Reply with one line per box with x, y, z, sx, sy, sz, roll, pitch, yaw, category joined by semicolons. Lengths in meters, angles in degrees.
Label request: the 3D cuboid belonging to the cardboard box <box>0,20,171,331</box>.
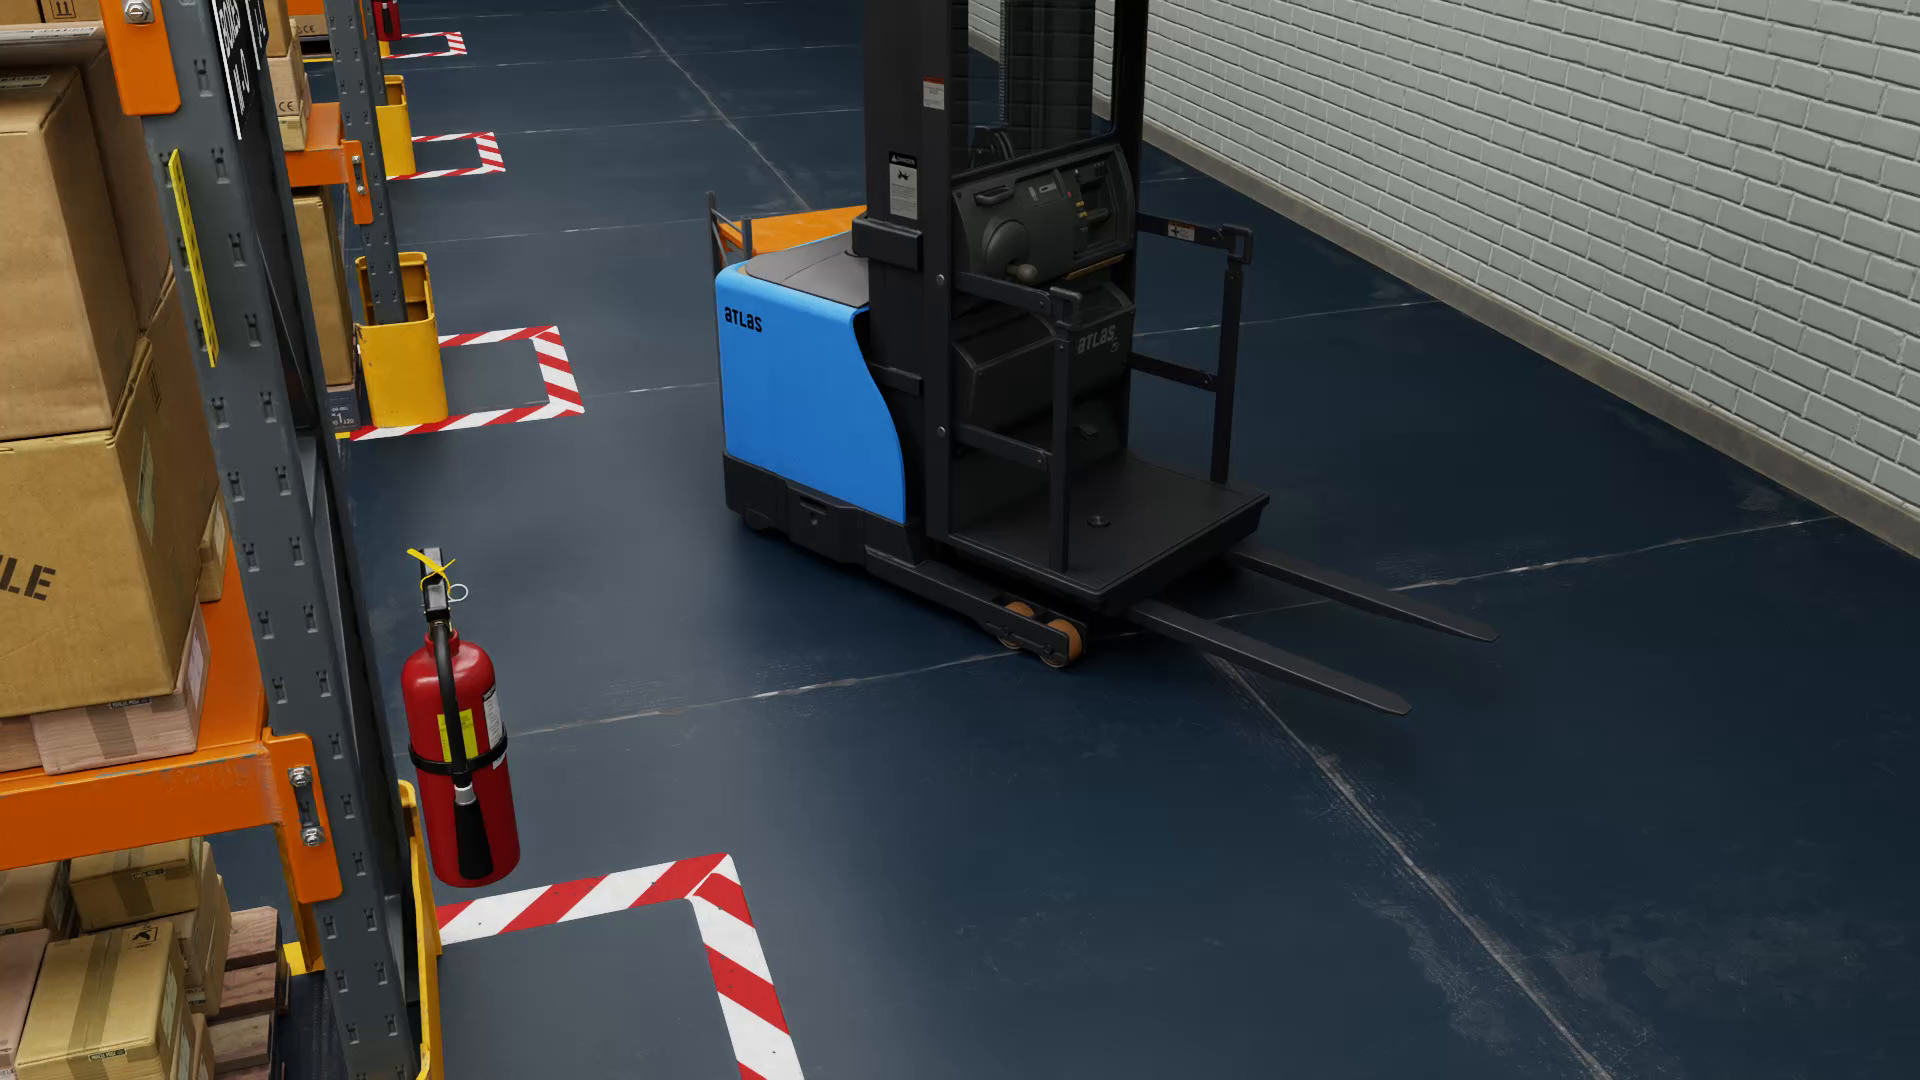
-1.859;-0.691;3.198;0.500;0.500;0.500;-8;28;-16;cardboard box

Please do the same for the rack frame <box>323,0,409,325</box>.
-2.789;-2.126;7.660;0.127;3.000;1.000;-8;28;-16;rack frame

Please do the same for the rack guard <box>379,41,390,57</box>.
-5.926;-5.185;16.632;0.348;0.500;1.175;-8;28;-16;rack guard

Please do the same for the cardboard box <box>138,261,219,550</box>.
-1.862;-0.248;3.430;0.500;0.500;0.500;-7;27;-14;cardboard box

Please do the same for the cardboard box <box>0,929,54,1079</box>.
-2.031;0.998;3.432;0.250;0.149;0.380;-8;27;-15;cardboard box

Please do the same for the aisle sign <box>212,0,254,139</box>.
-1.187;-1.063;2.594;0.004;0.787;0.394;-8;28;-16;aisle sign

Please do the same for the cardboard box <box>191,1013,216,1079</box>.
-1.786;1.234;3.624;0.250;0.149;0.380;-8;27;-15;cardboard box

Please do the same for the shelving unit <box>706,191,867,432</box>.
-0.537;-1.029;7.558;1.048;1.125;0.538;-12;29;-24;shelving unit

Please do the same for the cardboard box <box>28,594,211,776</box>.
-1.572;0.262;3.132;0.250;0.149;0.380;-8;28;-16;cardboard box

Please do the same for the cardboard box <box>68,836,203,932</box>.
-1.953;0.736;3.960;0.250;0.149;0.380;-10;28;-18;cardboard box

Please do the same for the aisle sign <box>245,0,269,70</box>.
-1.373;-1.316;3.105;0.004;0.787;0.394;-8;28;-16;aisle sign

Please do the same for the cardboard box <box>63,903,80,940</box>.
-2.205;0.918;3.927;0.250;0.149;0.380;-8;28;-16;cardboard box

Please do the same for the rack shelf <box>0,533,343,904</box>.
-3.251;0.582;3.012;4.000;0.370;1.077;-8;28;-16;rack shelf

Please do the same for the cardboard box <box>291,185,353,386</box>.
-3.373;-1.241;7.793;0.875;0.875;0.875;-8;28;-16;cardboard box

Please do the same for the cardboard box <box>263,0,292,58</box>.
-3.171;-2.350;7.101;0.500;0.500;0.500;-8;27;-15;cardboard box

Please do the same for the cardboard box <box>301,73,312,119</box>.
-3.229;-2.104;7.898;0.250;0.149;0.380;-8;27;-16;cardboard box

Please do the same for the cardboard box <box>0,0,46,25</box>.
-4.296;-2.433;7.269;0.500;0.500;0.500;-9;28;-17;cardboard box

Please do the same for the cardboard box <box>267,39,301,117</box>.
-3.168;-2.013;7.266;0.500;0.250;0.500;-9;28;-17;cardboard box

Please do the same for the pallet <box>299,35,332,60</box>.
-6.684;-4.945;16.475;1.213;0.211;1.003;-8;28;-16;pallet

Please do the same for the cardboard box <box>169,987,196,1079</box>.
-1.763;1.134;3.492;0.250;0.149;0.380;-9;28;-17;cardboard box

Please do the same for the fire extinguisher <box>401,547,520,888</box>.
-0.967;0.347;3.184;0.183;0.674;0.296;-8;28;-16;fire extinguisher

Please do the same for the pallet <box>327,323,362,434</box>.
-3.526;-0.734;7.991;1.213;0.211;1.003;-8;28;-16;pallet

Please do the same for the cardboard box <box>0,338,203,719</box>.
-1.697;-0.022;2.975;0.500;0.500;0.500;-8;27;-15;cardboard box

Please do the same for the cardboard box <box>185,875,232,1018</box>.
-1.947;1.010;4.075;0.250;0.149;0.380;-8;27;-15;cardboard box

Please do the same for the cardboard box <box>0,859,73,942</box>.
-2.178;0.825;3.781;0.250;0.149;0.380;-8;27;-15;cardboard box

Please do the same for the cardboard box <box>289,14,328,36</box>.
-6.294;-5.214;16.195;0.500;0.500;0.500;-8;28;-16;cardboard box

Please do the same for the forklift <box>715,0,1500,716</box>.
0.467;-1.129;5.727;3.031;2.935;1.130;21;34;36;forklift

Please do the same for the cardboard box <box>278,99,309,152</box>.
-3.026;-1.825;7.336;0.250;0.149;0.380;-8;27;-15;cardboard box

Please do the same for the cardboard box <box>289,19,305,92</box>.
-3.329;-2.240;7.724;0.500;0.250;0.500;-9;28;-17;cardboard box

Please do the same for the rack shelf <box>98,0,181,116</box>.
-3.251;-0.761;2.345;4.000;0.370;1.077;-8;28;-16;rack shelf

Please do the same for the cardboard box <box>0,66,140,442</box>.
-1.708;-0.473;2.758;0.500;0.500;0.500;-9;28;-17;cardboard box

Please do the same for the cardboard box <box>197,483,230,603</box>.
-1.759;0.003;3.652;0.250;0.149;0.380;-8;28;-17;cardboard box

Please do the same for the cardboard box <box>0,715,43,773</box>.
-1.820;0.280;3.095;0.250;0.149;0.380;-8;28;-16;cardboard box

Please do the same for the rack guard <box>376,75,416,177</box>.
-4.304;-3.110;12.451;0.348;0.500;1.175;-8;28;-16;rack guard

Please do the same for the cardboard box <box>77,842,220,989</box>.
-1.927;0.904;3.955;0.250;0.149;0.380;-7;27;-14;cardboard box

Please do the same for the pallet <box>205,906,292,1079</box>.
-2.205;1.341;3.811;1.213;0.211;1.003;-8;28;-16;pallet

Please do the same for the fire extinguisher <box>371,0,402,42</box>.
-4.039;-3.847;11.633;0.183;0.674;0.296;-8;28;-16;fire extinguisher

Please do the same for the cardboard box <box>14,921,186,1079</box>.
-1.774;0.987;3.453;0.250;0.149;0.380;-8;27;-16;cardboard box

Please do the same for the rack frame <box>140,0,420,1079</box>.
-1.350;-0.015;3.407;0.127;3.000;1.000;-8;28;-16;rack frame

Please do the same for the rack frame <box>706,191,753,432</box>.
-0.992;-0.928;7.355;0.032;1.125;0.500;-12;29;-24;rack frame

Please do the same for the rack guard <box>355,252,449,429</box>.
-2.767;-1.010;8.222;0.348;0.500;1.175;-8;28;-16;rack guard

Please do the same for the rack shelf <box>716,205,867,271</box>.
-0.537;-1.291;7.427;1.000;0.278;0.538;-12;29;-24;rack shelf

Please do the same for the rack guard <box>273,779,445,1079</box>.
-1.422;1.115;3.942;0.348;0.500;1.175;-8;28;-16;rack guard

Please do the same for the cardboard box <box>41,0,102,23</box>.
-3.805;-2.507;7.418;0.500;0.500;0.500;-9;28;-17;cardboard box

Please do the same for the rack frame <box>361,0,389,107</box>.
-4.323;-4.220;11.878;0.127;3.000;1.000;-8;28;-16;rack frame

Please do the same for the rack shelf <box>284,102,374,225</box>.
-4.691;-1.529;7.265;4.000;0.370;1.077;-8;28;-16;rack shelf

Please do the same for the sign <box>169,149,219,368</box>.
-1.197;-0.438;2.601;0.005;0.325;0.100;-8;28;-16;sign

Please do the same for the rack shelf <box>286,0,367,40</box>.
-6.225;-3.623;11.483;4.000;0.370;1.077;-8;28;-16;rack shelf
